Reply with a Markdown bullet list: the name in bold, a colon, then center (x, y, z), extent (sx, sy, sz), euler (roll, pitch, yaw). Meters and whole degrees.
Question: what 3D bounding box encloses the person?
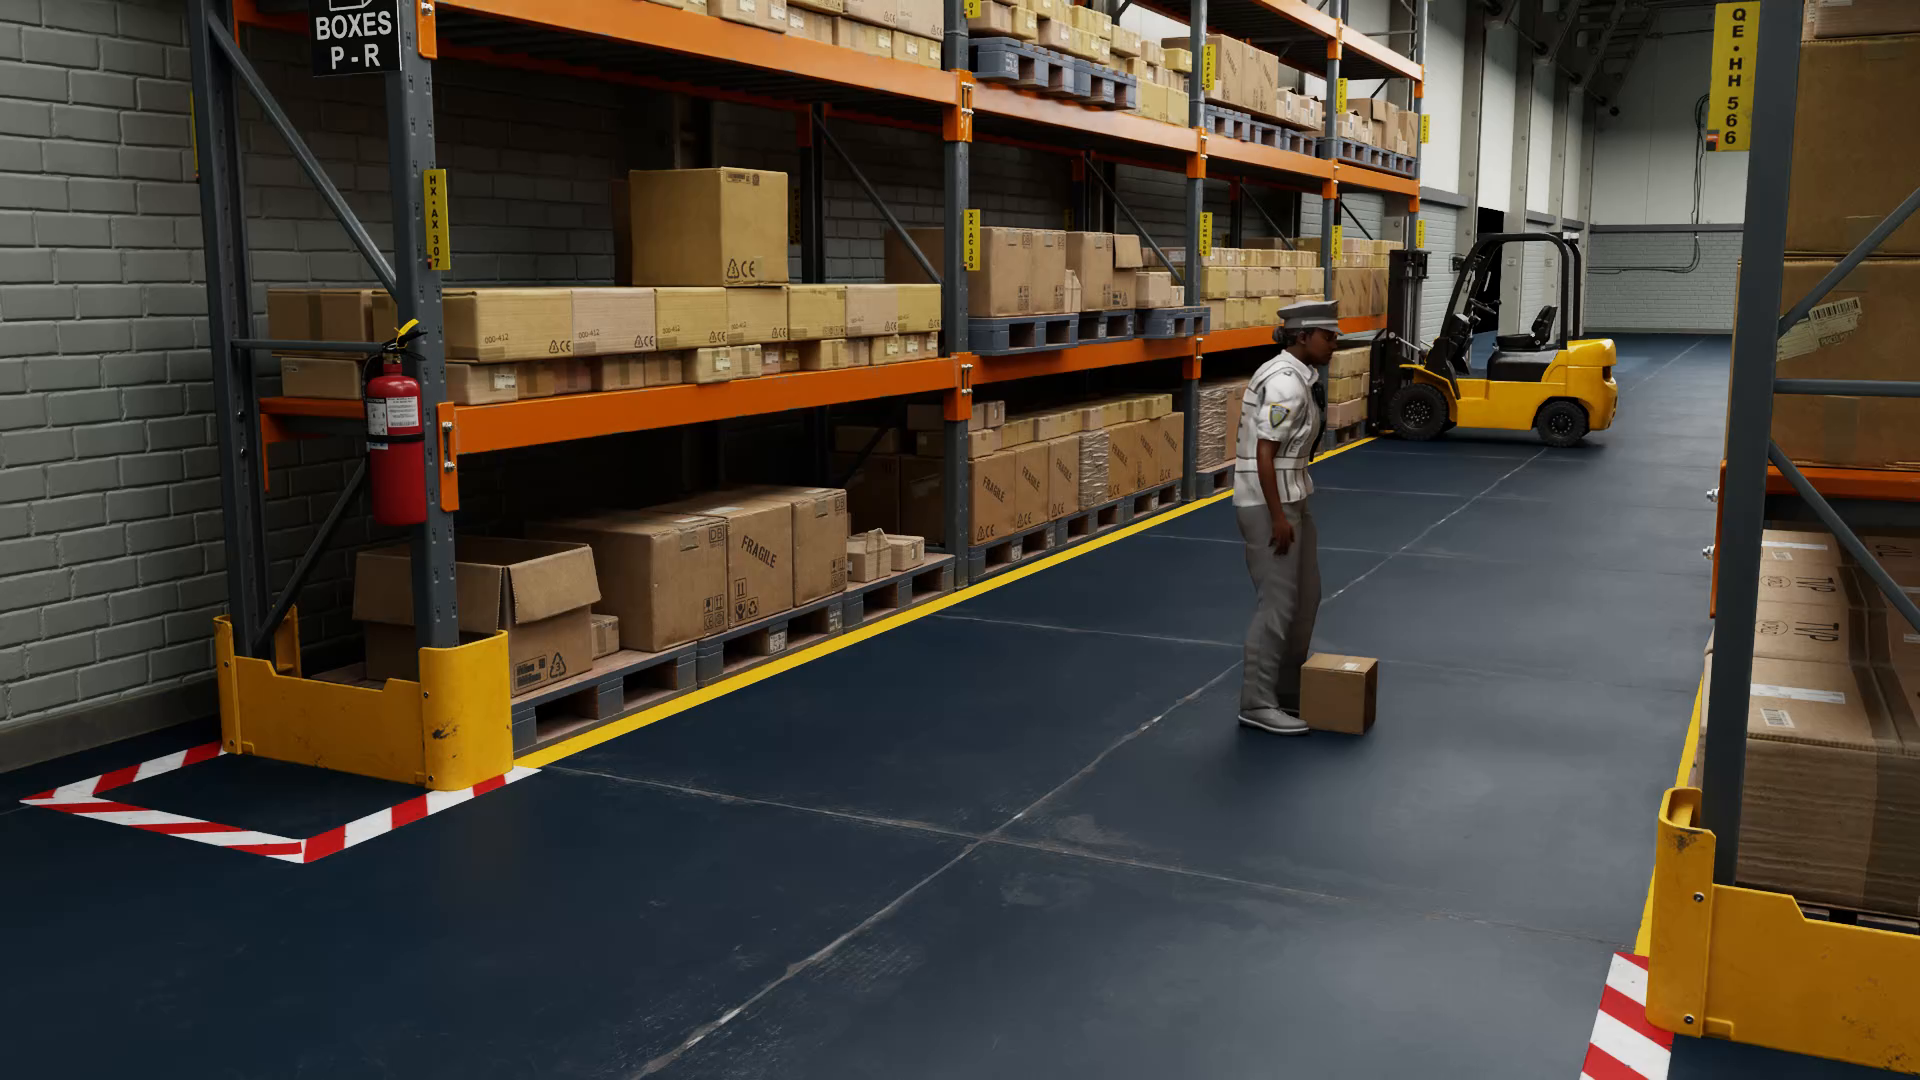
- **person**: center (1.289, -0.106, 6.530), extent (0.428, 1.659, 0.529), euler (4, 10, 22)
